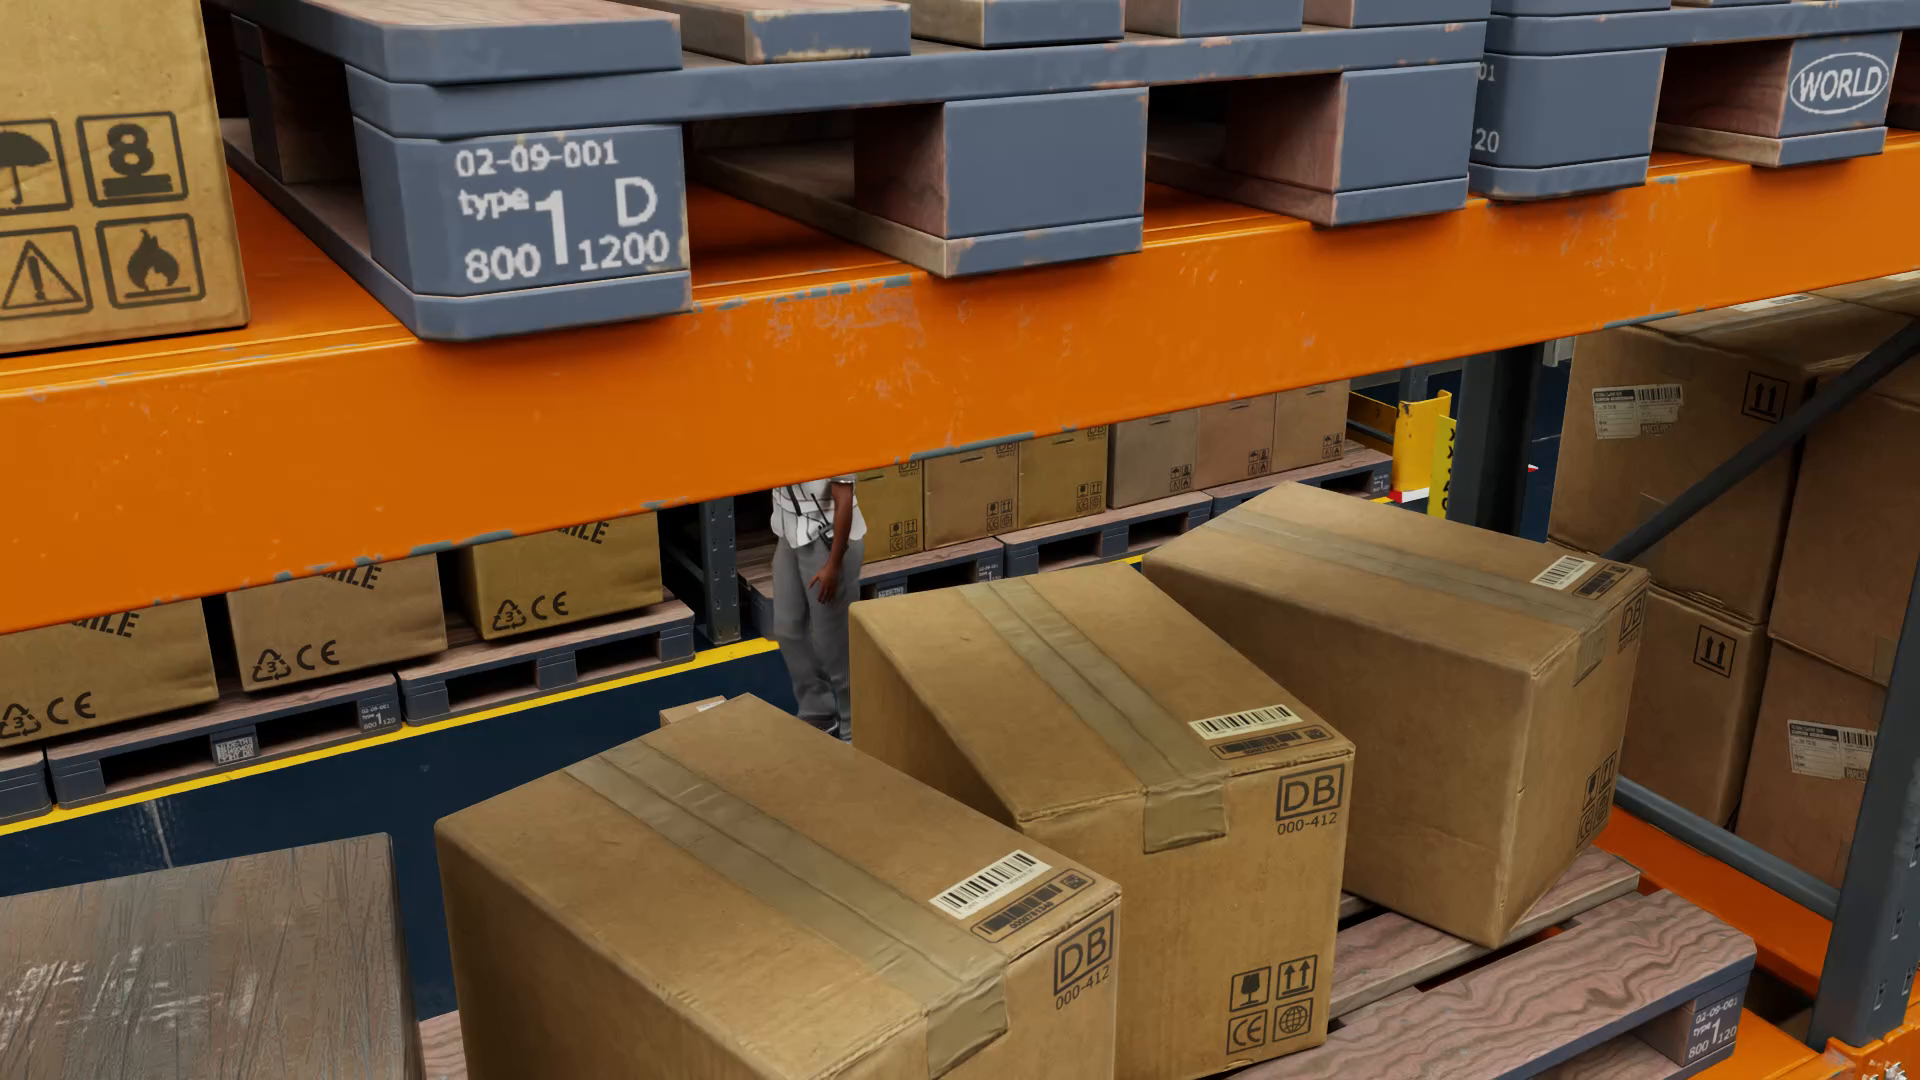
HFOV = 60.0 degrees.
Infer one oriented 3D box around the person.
[{"bbox_3d":[-0.519,0.028,6.040,0.377,1.700,0.445,-12,25,-27],"label":"person"}]
